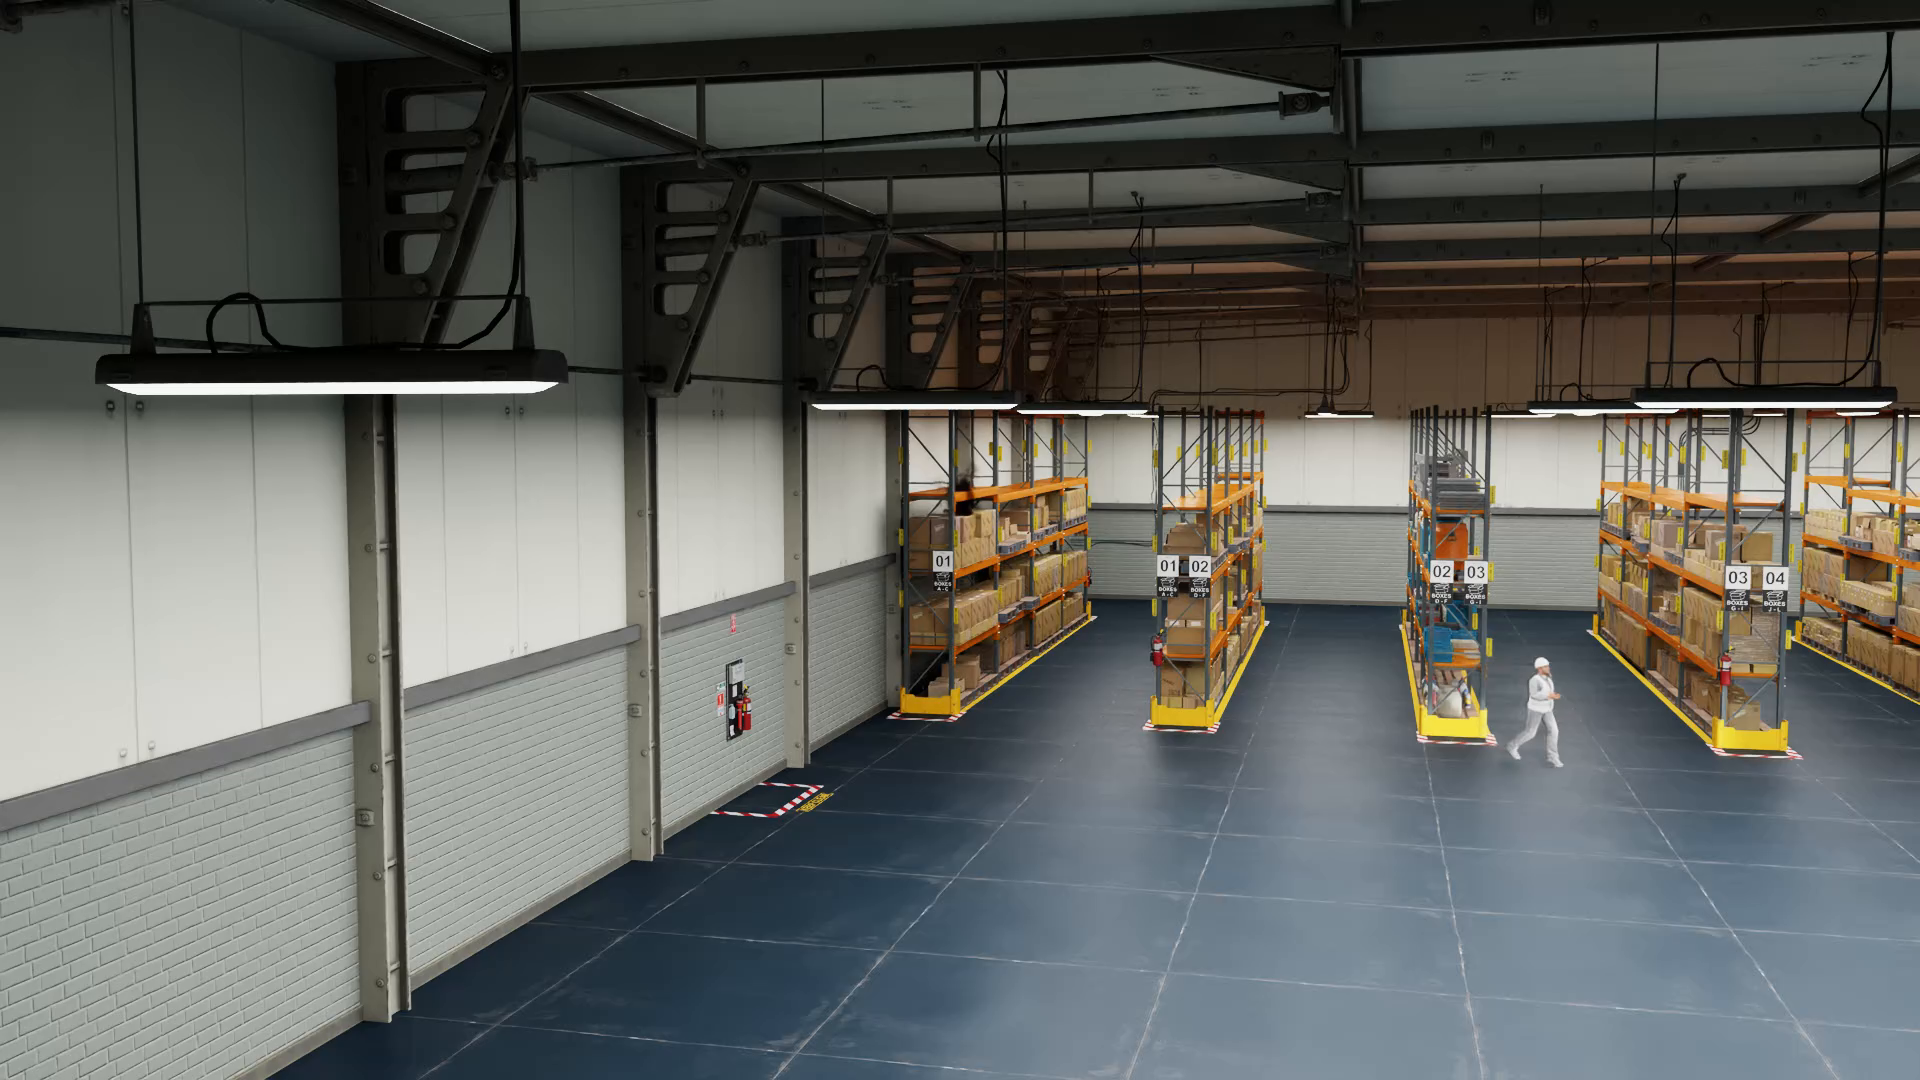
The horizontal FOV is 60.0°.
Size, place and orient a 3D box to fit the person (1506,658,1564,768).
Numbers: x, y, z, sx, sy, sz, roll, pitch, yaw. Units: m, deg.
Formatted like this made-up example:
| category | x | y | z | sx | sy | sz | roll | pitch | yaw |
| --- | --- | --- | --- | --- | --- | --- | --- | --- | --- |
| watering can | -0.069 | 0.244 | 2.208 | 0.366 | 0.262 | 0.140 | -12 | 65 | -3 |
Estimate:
| category | x | y | z | sx | sy | sz | roll | pitch | yaw |
| --- | --- | --- | --- | --- | --- | --- | --- | --- | --- |
| person | 9.615 | 2.850 | 27.693 | 0.664 | 1.812 | 0.939 | -3 | 5 | -39 |
